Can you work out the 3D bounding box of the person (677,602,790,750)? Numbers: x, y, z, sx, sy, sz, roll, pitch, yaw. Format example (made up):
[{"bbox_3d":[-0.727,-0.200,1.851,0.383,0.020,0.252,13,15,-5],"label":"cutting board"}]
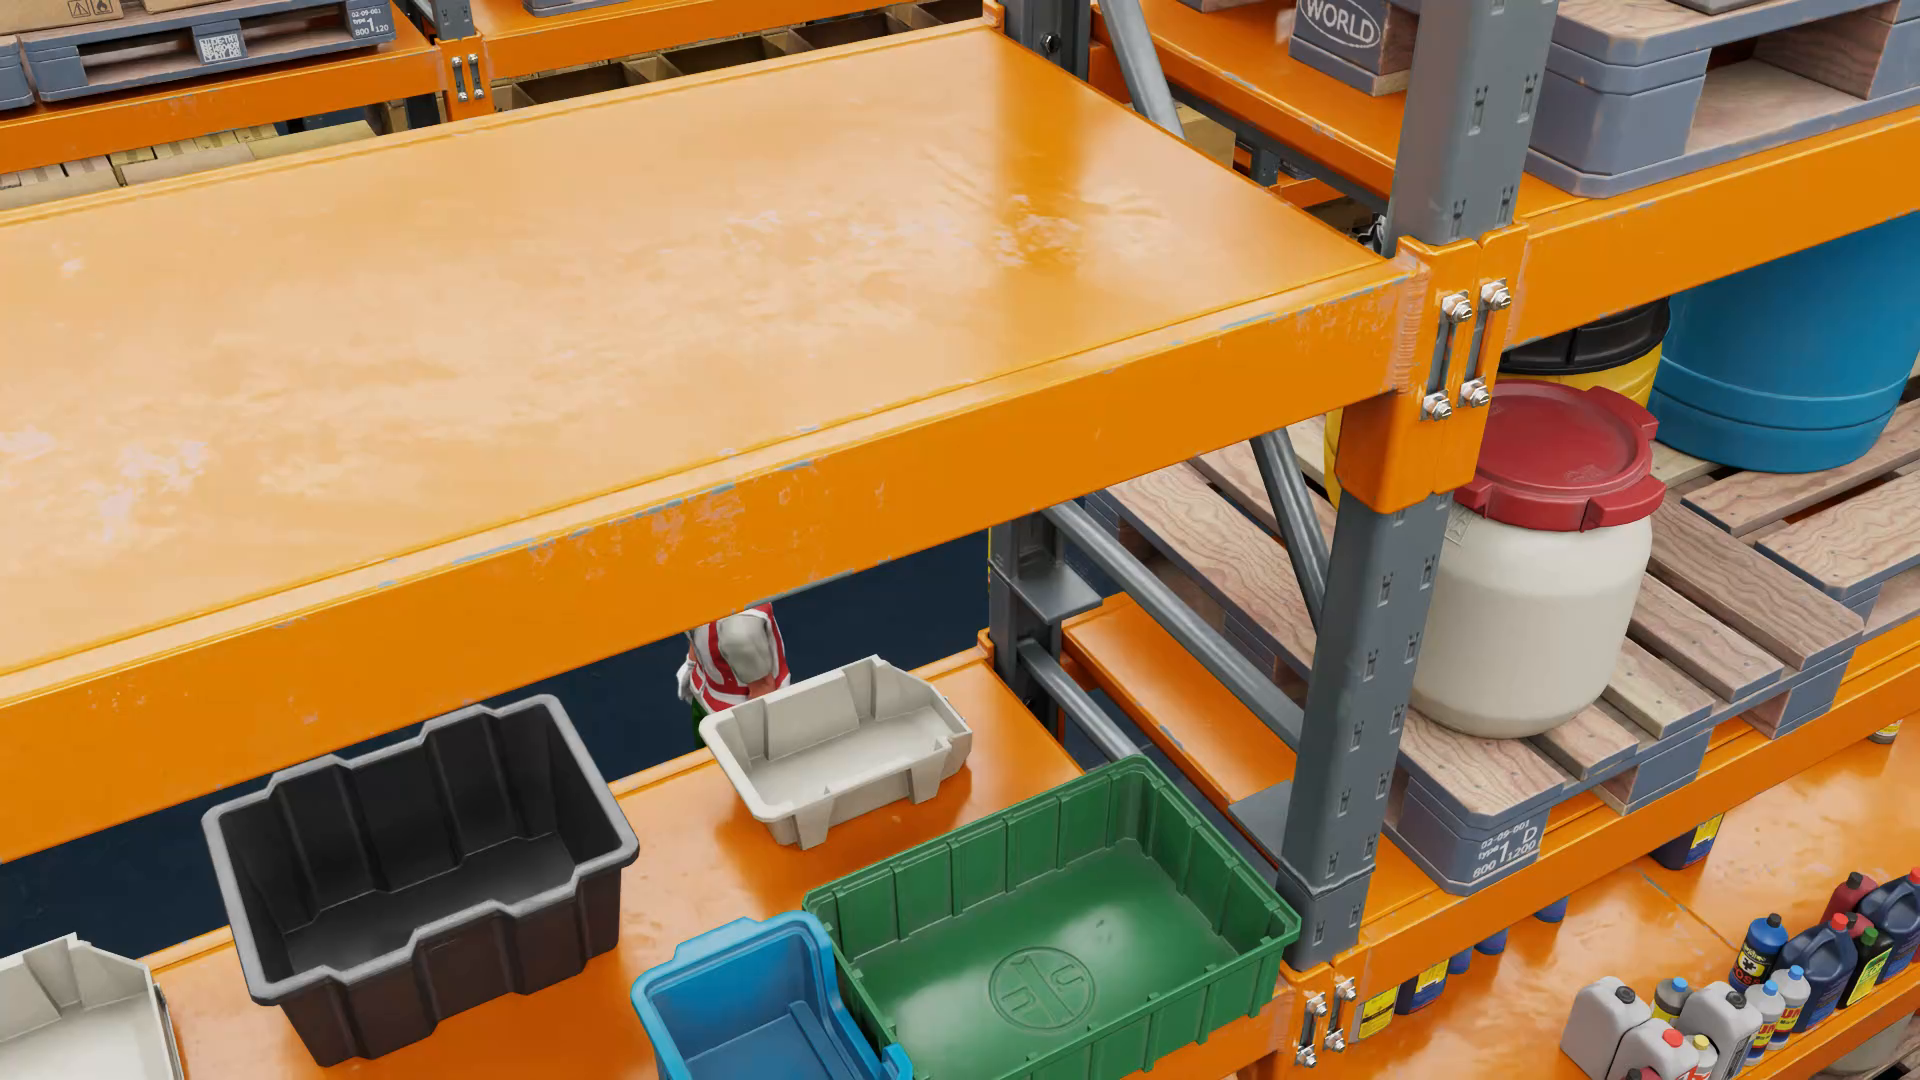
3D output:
[{"bbox_3d":[-0.862,0.613,6.086,0.450,1.780,0.607,-19,41,-24],"label":"person"}]
